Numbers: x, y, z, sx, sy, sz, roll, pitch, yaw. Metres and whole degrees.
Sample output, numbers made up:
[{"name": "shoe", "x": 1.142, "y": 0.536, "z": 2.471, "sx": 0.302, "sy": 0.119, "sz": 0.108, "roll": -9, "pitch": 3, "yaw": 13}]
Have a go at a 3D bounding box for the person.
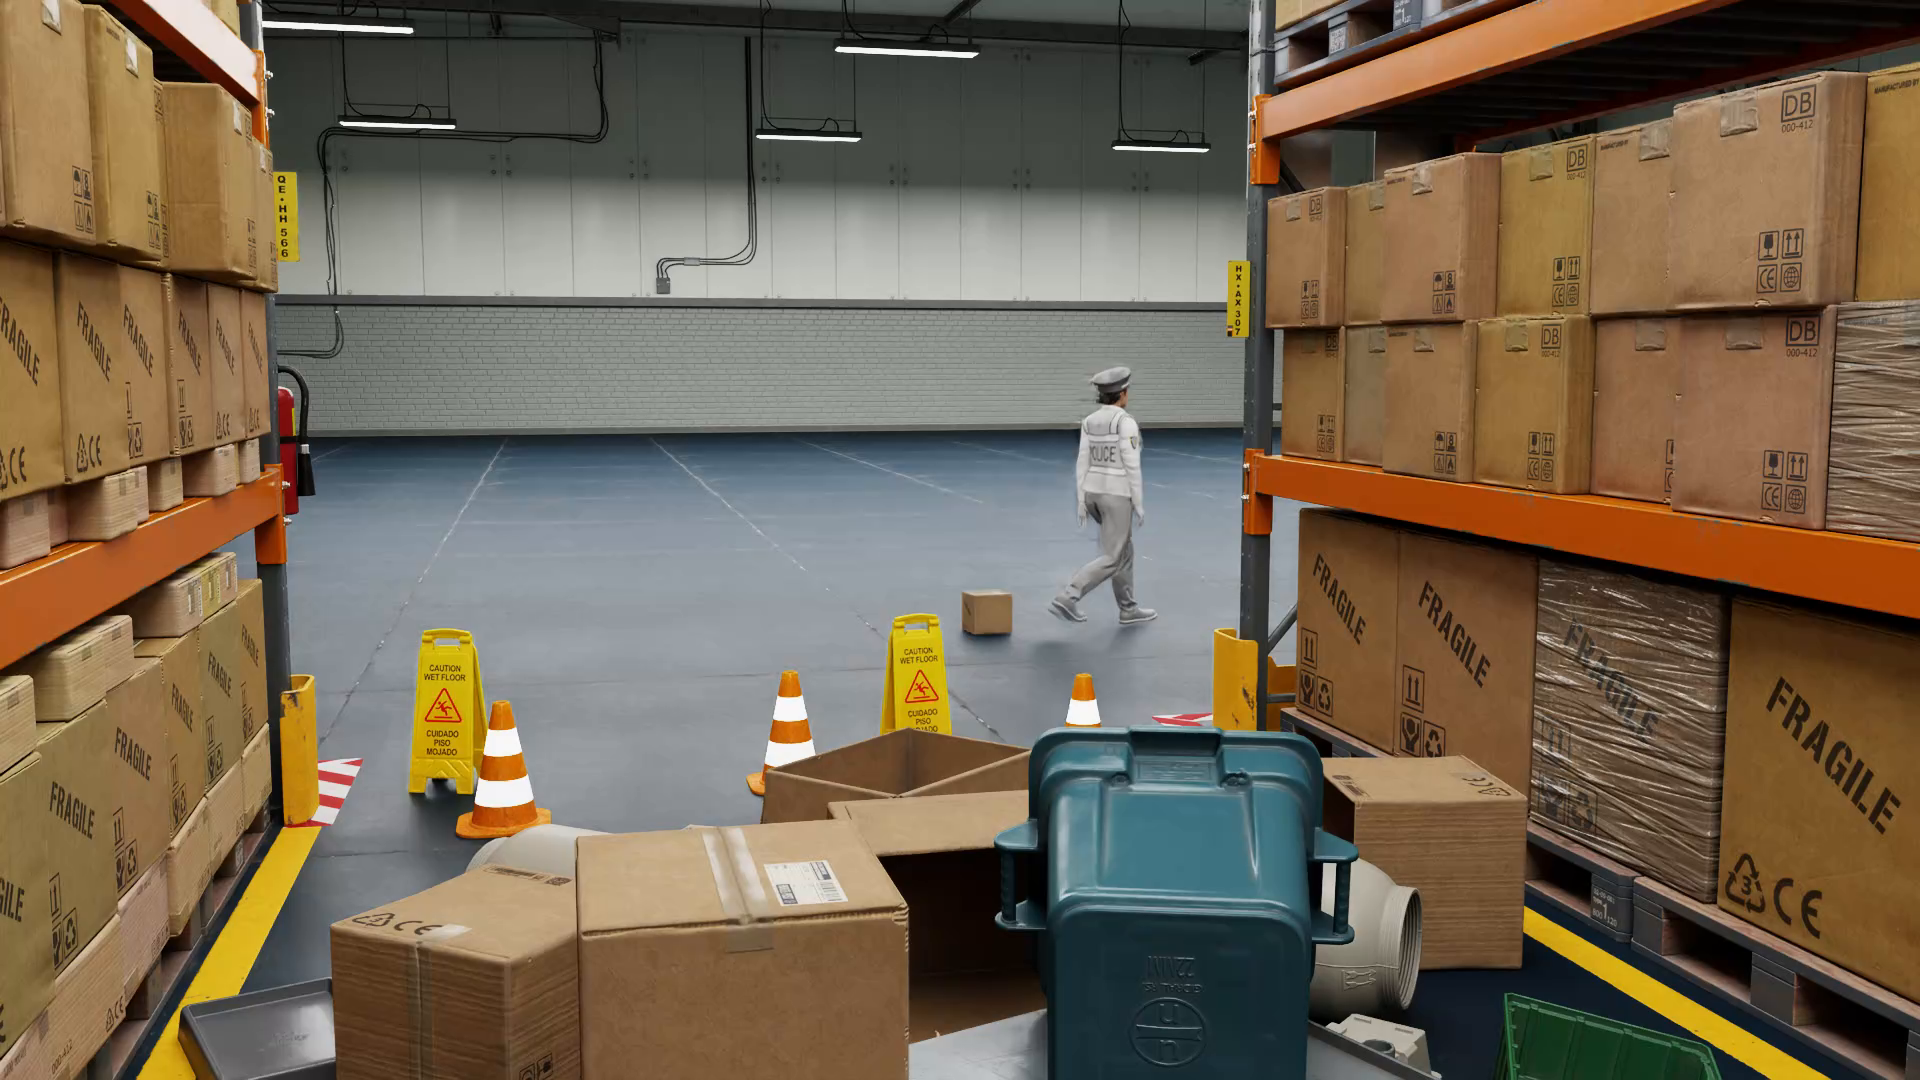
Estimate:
[{"name": "person", "x": 0.914, "y": -0.262, "z": 10.432, "sx": 0.938, "sy": 1.646, "sz": 0.477, "roll": -4, "pitch": 7, "yaw": -33}]
